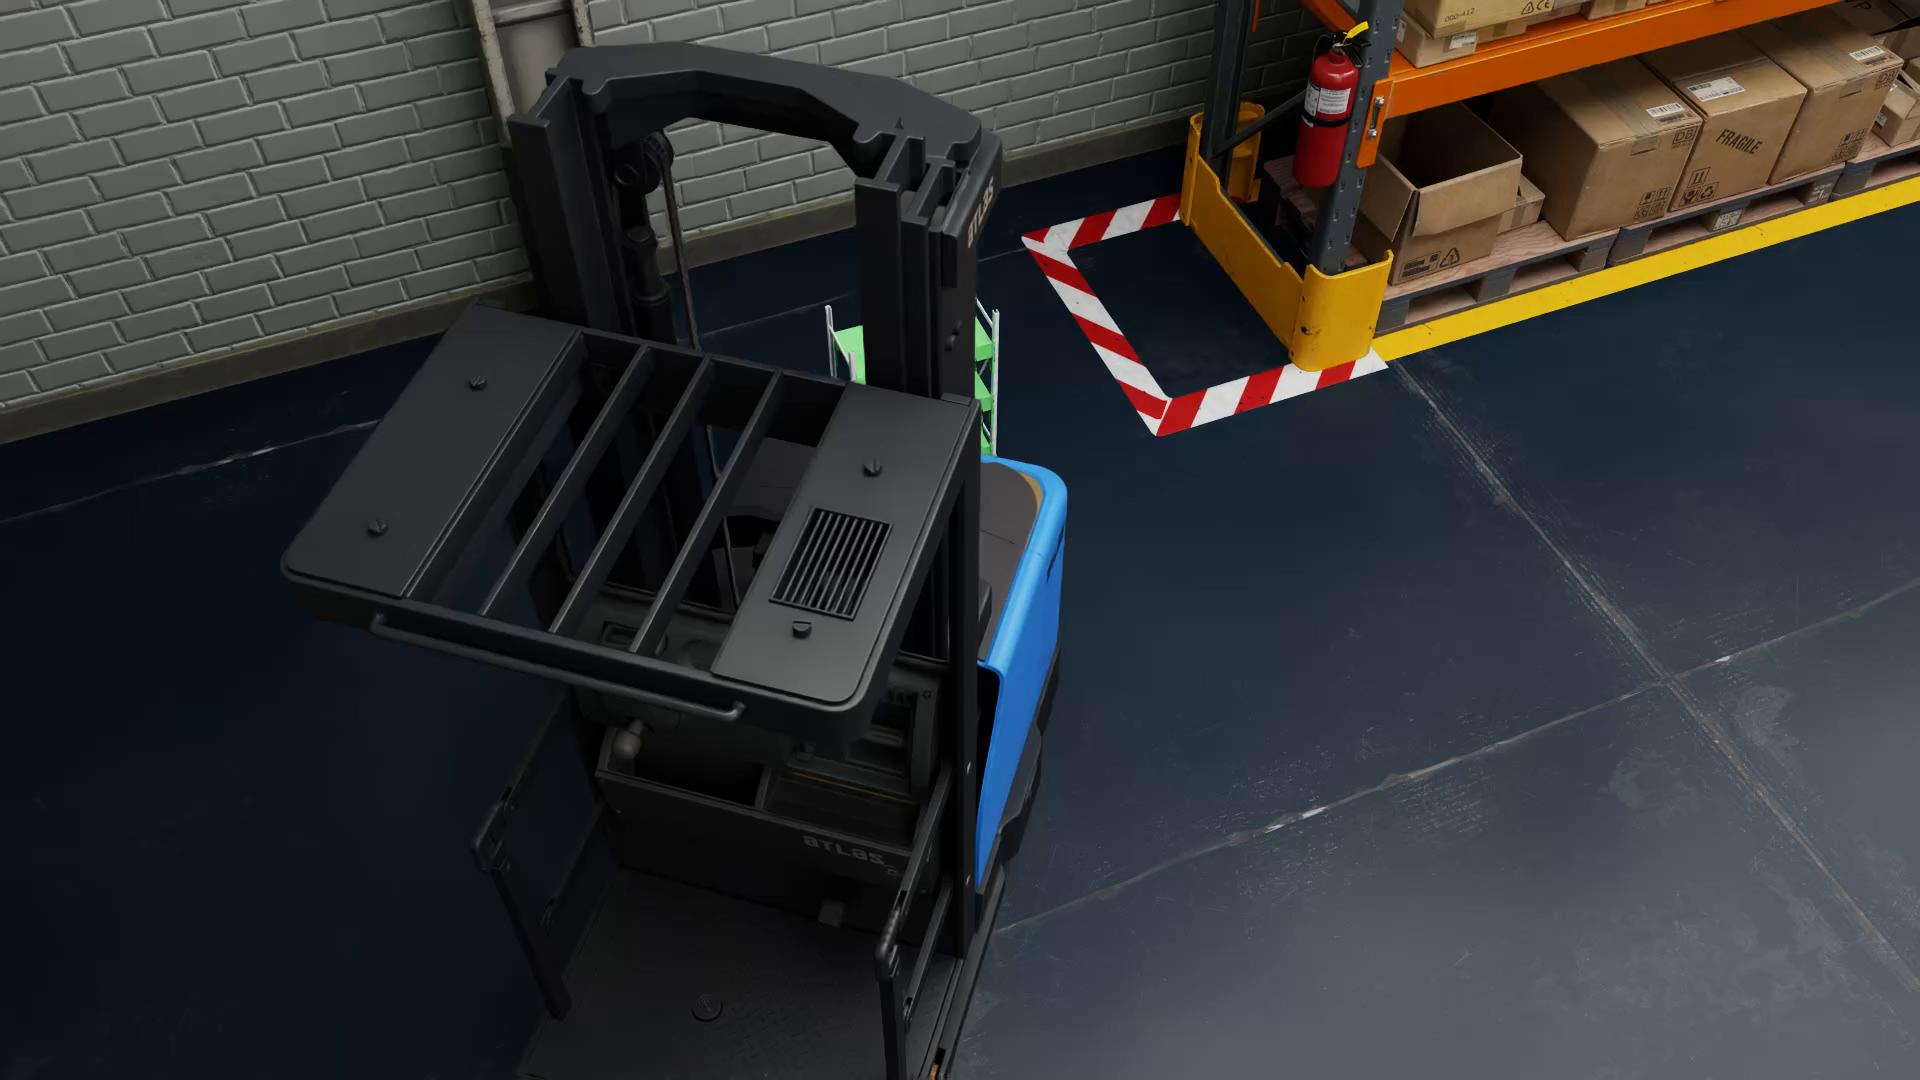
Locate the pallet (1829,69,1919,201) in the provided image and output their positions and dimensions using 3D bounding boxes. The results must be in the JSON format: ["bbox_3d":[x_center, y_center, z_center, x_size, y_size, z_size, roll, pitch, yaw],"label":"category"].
[{"bbox_3d":[4.345,-2.133,7.943,1.213,0.211,1.003,-17,52,-14],"label":"pallet"}]

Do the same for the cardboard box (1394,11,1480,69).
[{"bbox_3d":[1.686,-1.911,6.079,0.250,0.149,0.380,-18,52,-15],"label":"cardboard box"}]

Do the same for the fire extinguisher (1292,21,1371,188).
[{"bbox_3d":[1.316,-1.577,5.924,0.183,0.674,0.296,-17,52,-14],"label":"fire extinguisher"}]

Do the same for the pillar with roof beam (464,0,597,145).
[{"bbox_3d":[0.069,-0.881,1.075,0.400,9.000,9.100,-17,52,-14],"label":"pillar with roof beam"}]

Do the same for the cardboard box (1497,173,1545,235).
[{"bbox_3d":[2.288,-1.502,7.165,0.250,0.149,0.380,-19,52,-16],"label":"cardboard box"}]

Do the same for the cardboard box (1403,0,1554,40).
[{"bbox_3d":[1.800,-2.080,5.962,0.500,0.250,0.500,-17,51,-14],"label":"cardboard box"}]

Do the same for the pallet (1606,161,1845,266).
[{"bbox_3d":[3.214,-1.780,7.640,1.213,0.211,1.003,-17,52,-14],"label":"pallet"}]

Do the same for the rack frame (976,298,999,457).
[{"bbox_3d":[0.073,-0.413,5.814,0.015,1.200,0.240,-17,52,-14],"label":"rack frame"}]

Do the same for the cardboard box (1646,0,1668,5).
[{"bbox_3d":[2.635,-2.225,6.350,0.250,0.149,0.380,-16,51,-14],"label":"cardboard box"}]

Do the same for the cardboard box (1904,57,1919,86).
[{"bbox_3d":[4.576,-2.080,7.662,0.250,0.149,0.380,-19,52,-15],"label":"cardboard box"}]

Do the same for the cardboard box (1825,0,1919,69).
[{"bbox_3d":[4.280,-2.475,7.894,0.500,0.311,0.500,-16,51,-13],"label":"cardboard box"}]

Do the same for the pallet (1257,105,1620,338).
[{"bbox_3d":[2.086,-1.433,7.342,1.213,0.211,1.003,-17,52,-14],"label":"pallet"}]

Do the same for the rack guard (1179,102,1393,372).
[{"bbox_3d":[1.348,-1.298,7.035,0.348,0.500,1.175,-17,52,-14],"label":"rack guard"}]

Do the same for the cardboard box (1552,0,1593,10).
[{"bbox_3d":[2.266,-2.225,6.086,0.500,0.250,0.500,-17,51,-14],"label":"cardboard box"}]

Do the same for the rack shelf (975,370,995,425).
[{"bbox_3d":[-0.153,-0.458,5.620,0.480,0.148,0.258,-17,52,-14],"label":"rack shelf"}]

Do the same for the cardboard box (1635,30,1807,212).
[{"bbox_3d":[3.213,-1.821,7.208,0.500,0.500,0.500,-16,51,-14],"label":"cardboard box"}]

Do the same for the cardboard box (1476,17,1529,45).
[{"bbox_3d":[1.904,-2.016,6.170,0.250,0.149,0.380,-16,51,-13],"label":"cardboard box"}]

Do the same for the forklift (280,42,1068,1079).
[{"bbox_3d":[-0.564,0.507,3.882,1.130,2.935,3.031,13,51,11],"label":"forklift"}]

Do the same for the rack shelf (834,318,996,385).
[{"bbox_3d":[-0.153,-0.614,5.438,0.480,0.148,0.258,-17,52,-14],"label":"rack shelf"}]

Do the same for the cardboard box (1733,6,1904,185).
[{"bbox_3d":[3.647,-2.038,7.394,0.500,0.500,0.700,-19,52,-16],"label":"cardboard box"}]

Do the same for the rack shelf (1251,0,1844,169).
[{"bbox_3d":[3.129,-2.430,6.834,4.000,0.370,1.077,-17,52,-14],"label":"rack shelf"}]

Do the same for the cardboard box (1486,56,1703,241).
[{"bbox_3d":[2.686,-1.740,7.138,0.500,0.500,0.700,-15,51,-13],"label":"cardboard box"}]

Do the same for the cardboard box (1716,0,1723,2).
[{"bbox_3d":[2.897,-2.245,6.367,0.250,0.149,0.380,-19,52,-15],"label":"cardboard box"}]

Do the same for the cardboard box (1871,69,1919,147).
[{"bbox_3d":[4.246,-2.016,7.529,0.258,0.266,0.396,-16,51,-13],"label":"cardboard box"}]

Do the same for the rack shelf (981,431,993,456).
[{"bbox_3d":[-0.153,-0.302,5.802,0.480,0.148,0.258,-17,52,-14],"label":"rack shelf"}]

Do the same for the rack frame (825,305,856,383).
[{"bbox_3d":[-0.379,-0.273,5.694,0.015,1.200,0.240,-17,52,-14],"label":"rack frame"}]

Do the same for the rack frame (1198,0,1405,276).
[{"bbox_3d":[1.278,-2.091,6.068,0.127,3.000,1.000,-17,52,-14],"label":"rack frame"}]

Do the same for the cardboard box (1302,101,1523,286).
[{"bbox_3d":[1.880,-1.523,6.950,0.637,0.503,0.797,-19,52,-16],"label":"cardboard box"}]

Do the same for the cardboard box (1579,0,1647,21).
[{"bbox_3d":[2.391,-2.145,6.281,0.250,0.149,0.380,-16,51,-13],"label":"cardboard box"}]

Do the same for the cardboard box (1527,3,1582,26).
[{"bbox_3d":[2.134,-2.116,6.255,0.250,0.149,0.380,-18,52,-15],"label":"cardboard box"}]

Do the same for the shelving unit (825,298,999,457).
[{"bbox_3d":[-0.153,-0.343,5.754,0.503,1.200,0.258,-17,52,-14],"label":"shelving unit"}]
